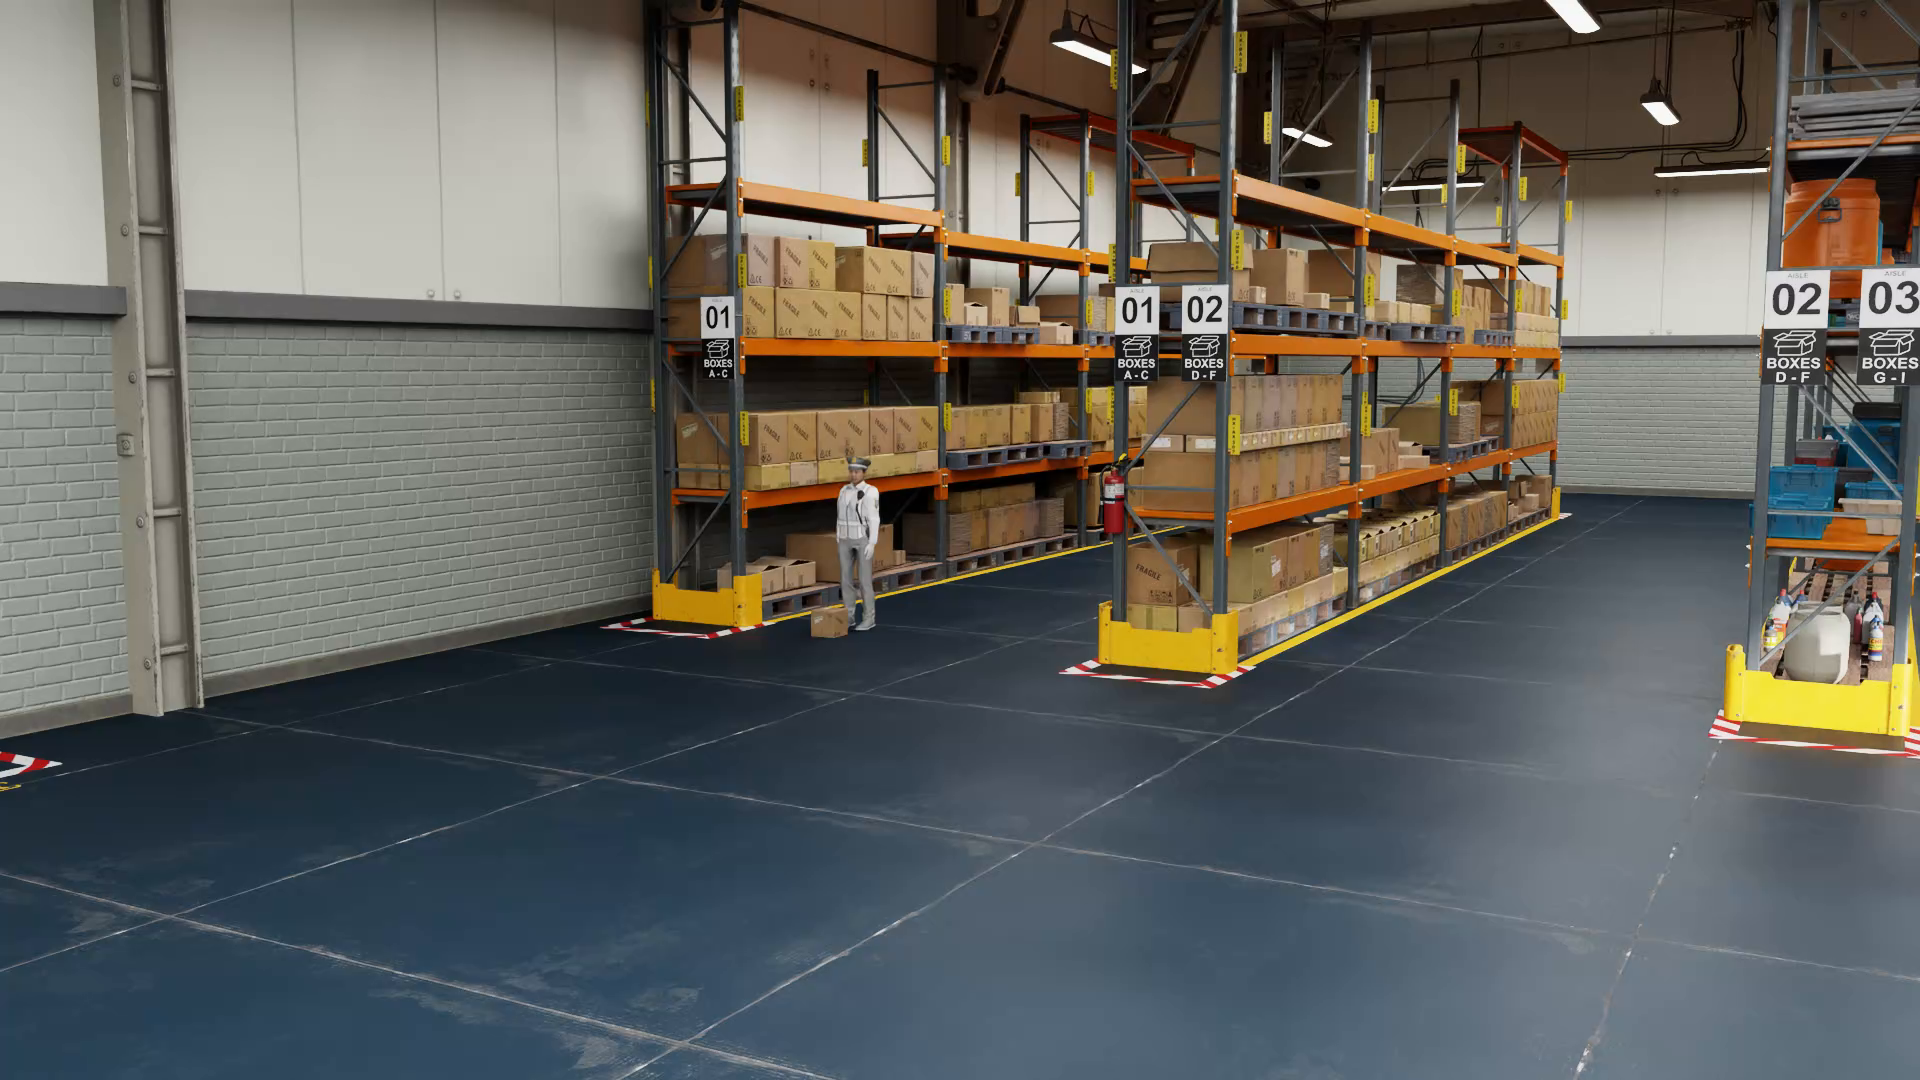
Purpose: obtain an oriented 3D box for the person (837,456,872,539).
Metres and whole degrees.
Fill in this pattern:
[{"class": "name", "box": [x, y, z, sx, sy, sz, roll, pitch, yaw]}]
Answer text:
[{"class": "person", "box": [-0.997, -0.404, 15.991, 0.373, 0.809, 0.340, 3, 7, 30]}]
